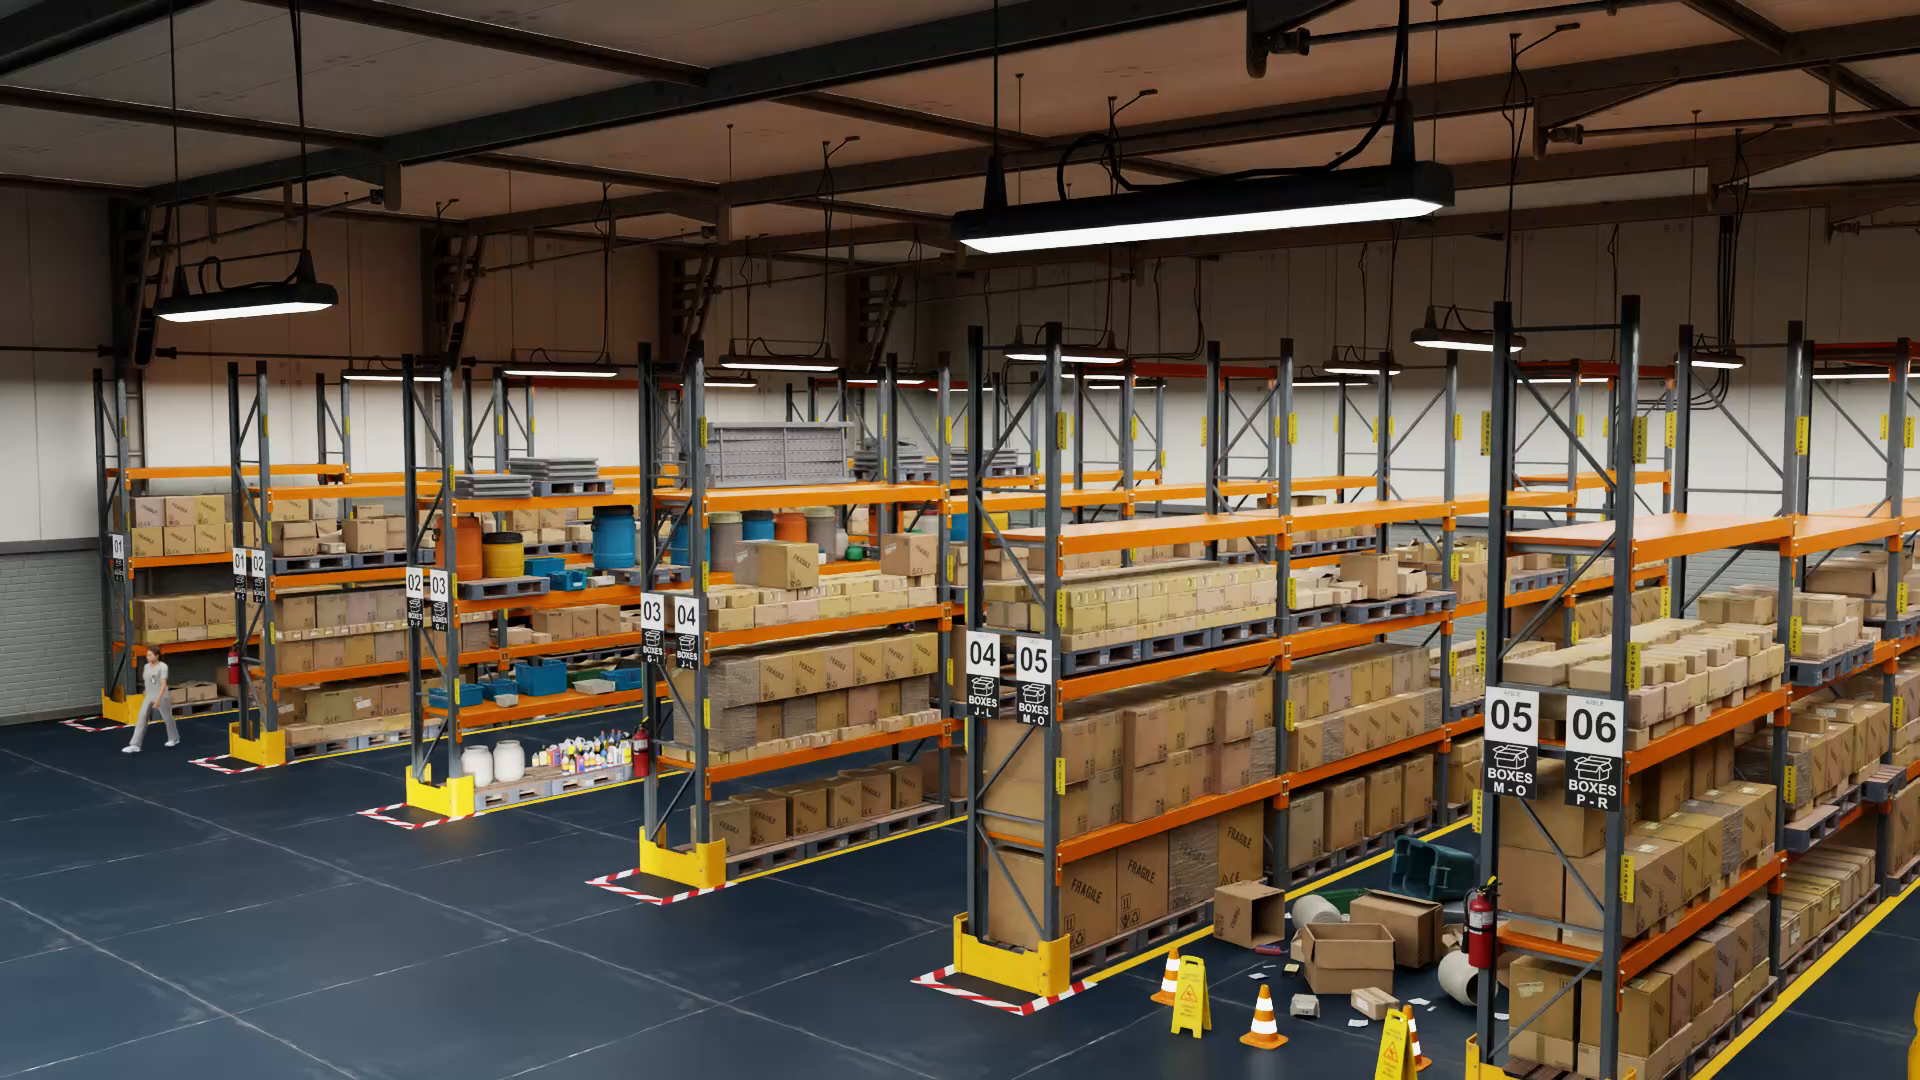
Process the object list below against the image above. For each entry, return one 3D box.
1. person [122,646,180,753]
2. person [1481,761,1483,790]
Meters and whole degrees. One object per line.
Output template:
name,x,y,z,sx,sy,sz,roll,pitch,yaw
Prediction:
person,-12.456,2.440,25.669,0.471,1.615,1.010,1,4,7
person,6.268,2.908,19.054,0.541,1.809,0.599,3,5,37
